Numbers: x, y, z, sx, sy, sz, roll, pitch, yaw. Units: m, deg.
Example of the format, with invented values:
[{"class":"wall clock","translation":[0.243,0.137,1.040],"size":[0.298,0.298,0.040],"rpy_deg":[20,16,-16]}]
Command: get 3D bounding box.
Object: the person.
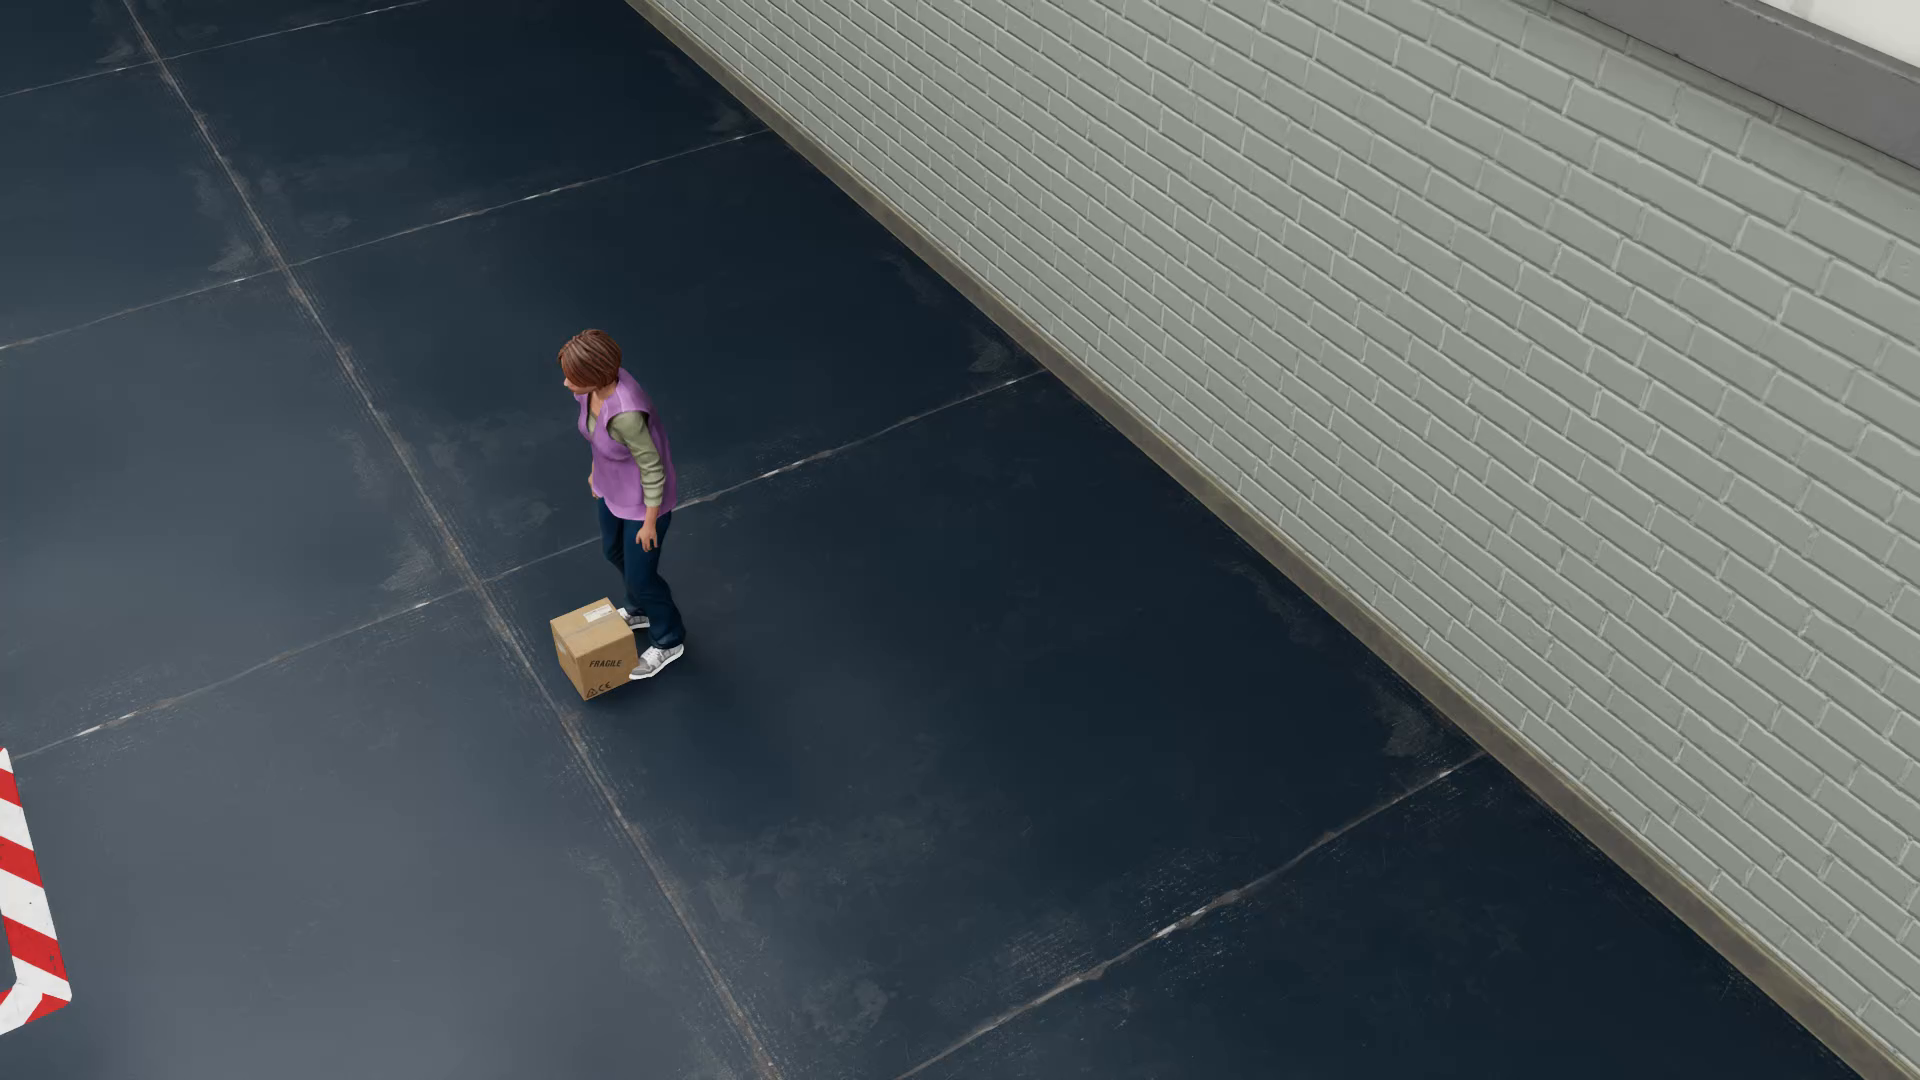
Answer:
[{"class":"person","translation":[-5.111,-2.960,8.318],"size":[2.633,3.194,10.400],"rpy_deg":[-26,47,-26]}]
